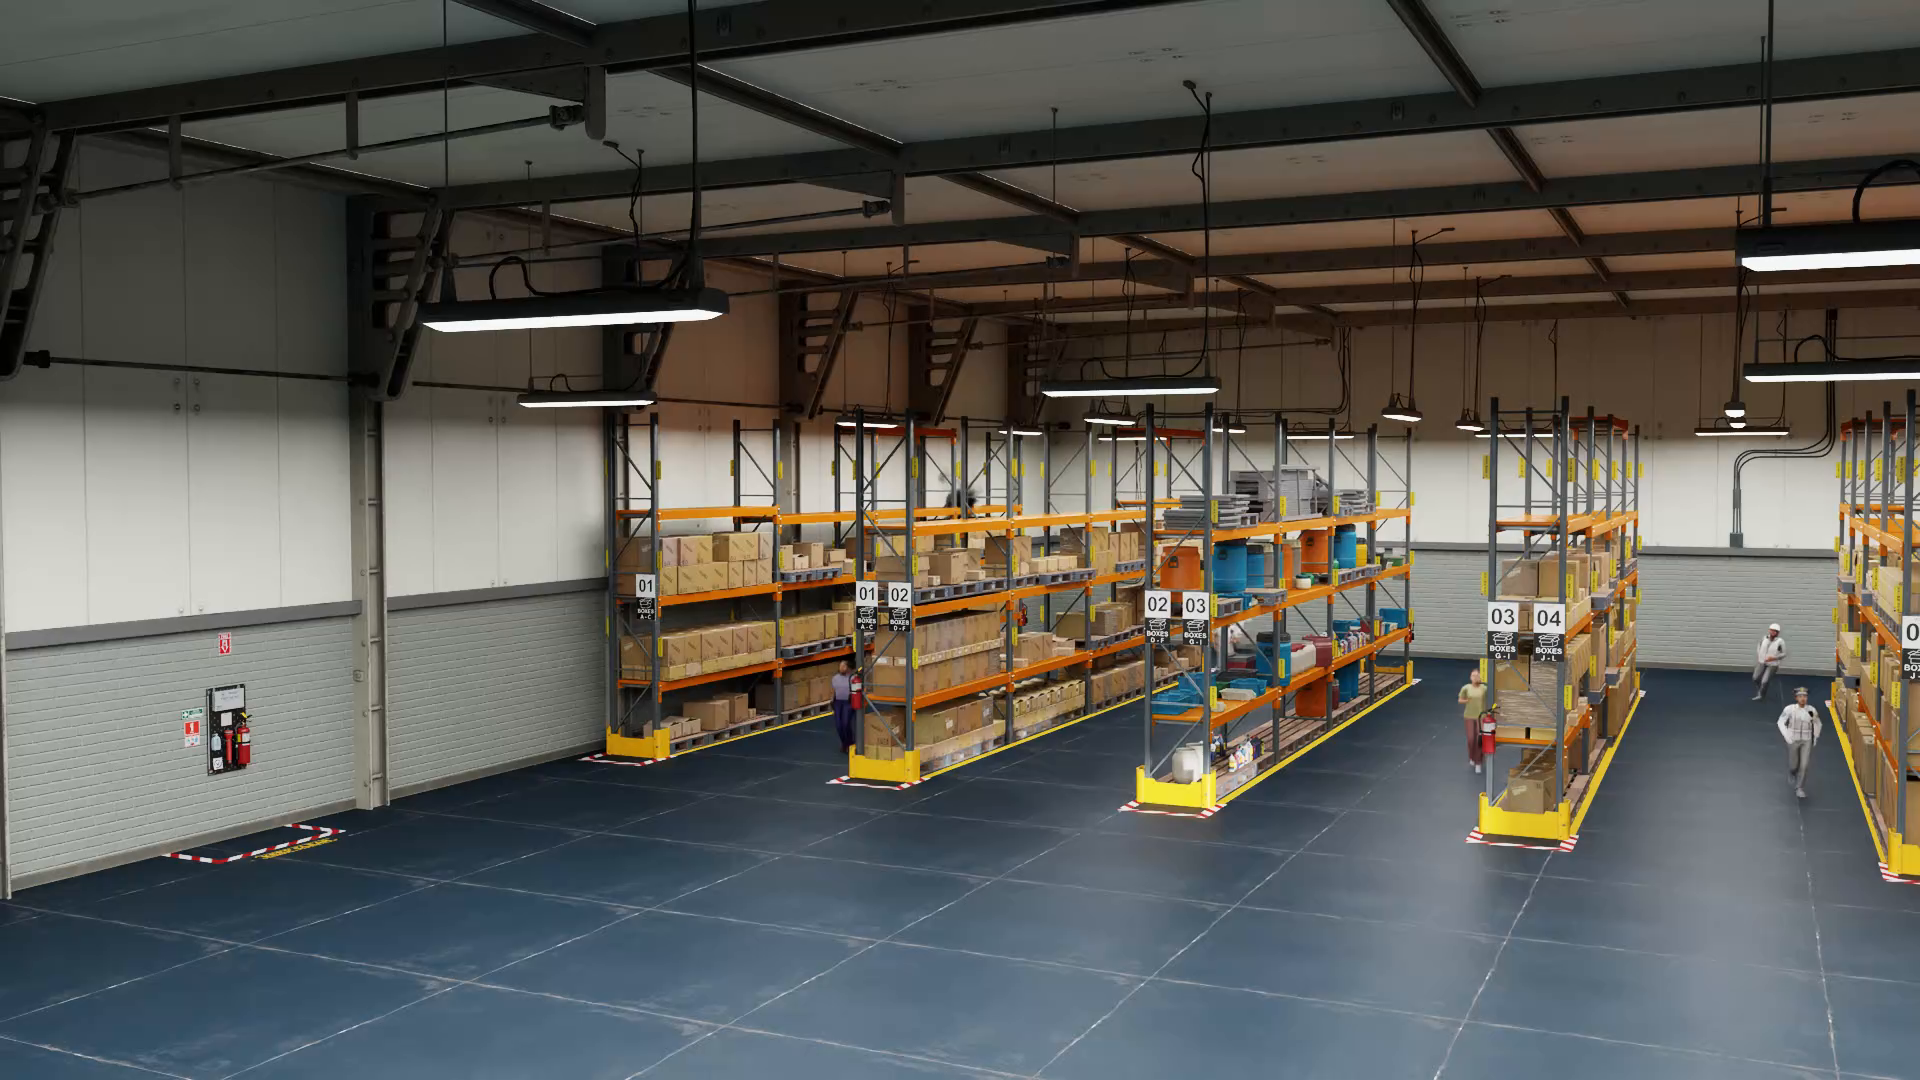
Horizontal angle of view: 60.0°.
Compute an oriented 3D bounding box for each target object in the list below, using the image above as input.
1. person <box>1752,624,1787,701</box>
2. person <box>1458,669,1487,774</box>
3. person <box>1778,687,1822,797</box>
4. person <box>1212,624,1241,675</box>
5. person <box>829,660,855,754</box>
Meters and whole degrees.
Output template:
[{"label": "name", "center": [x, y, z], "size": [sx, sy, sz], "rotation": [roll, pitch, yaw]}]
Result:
[{"label": "person", "center": [17.483, 2.648, 35.928], "size": [0.580, 1.703, 0.726], "rotation": [-2, 3, -39]}, {"label": "person", "center": [8.575, 3.000, 27.682], "size": [0.560, 1.719, 0.694], "rotation": [1, 3, 20]}, {"label": "person", "center": [12.988, 3.096, 25.717], "size": [0.627, 1.661, 0.629], "rotation": [1, 3, 20]}, {"label": "person", "center": [6.027, 2.556, 37.642], "size": [0.667, 1.830, 0.826], "rotation": [1, 2, 15]}, {"label": "person", "center": [-2.054, 2.959, 29.341], "size": [0.586, 1.656, 0.629], "rotation": [1, 3, 18]}]
